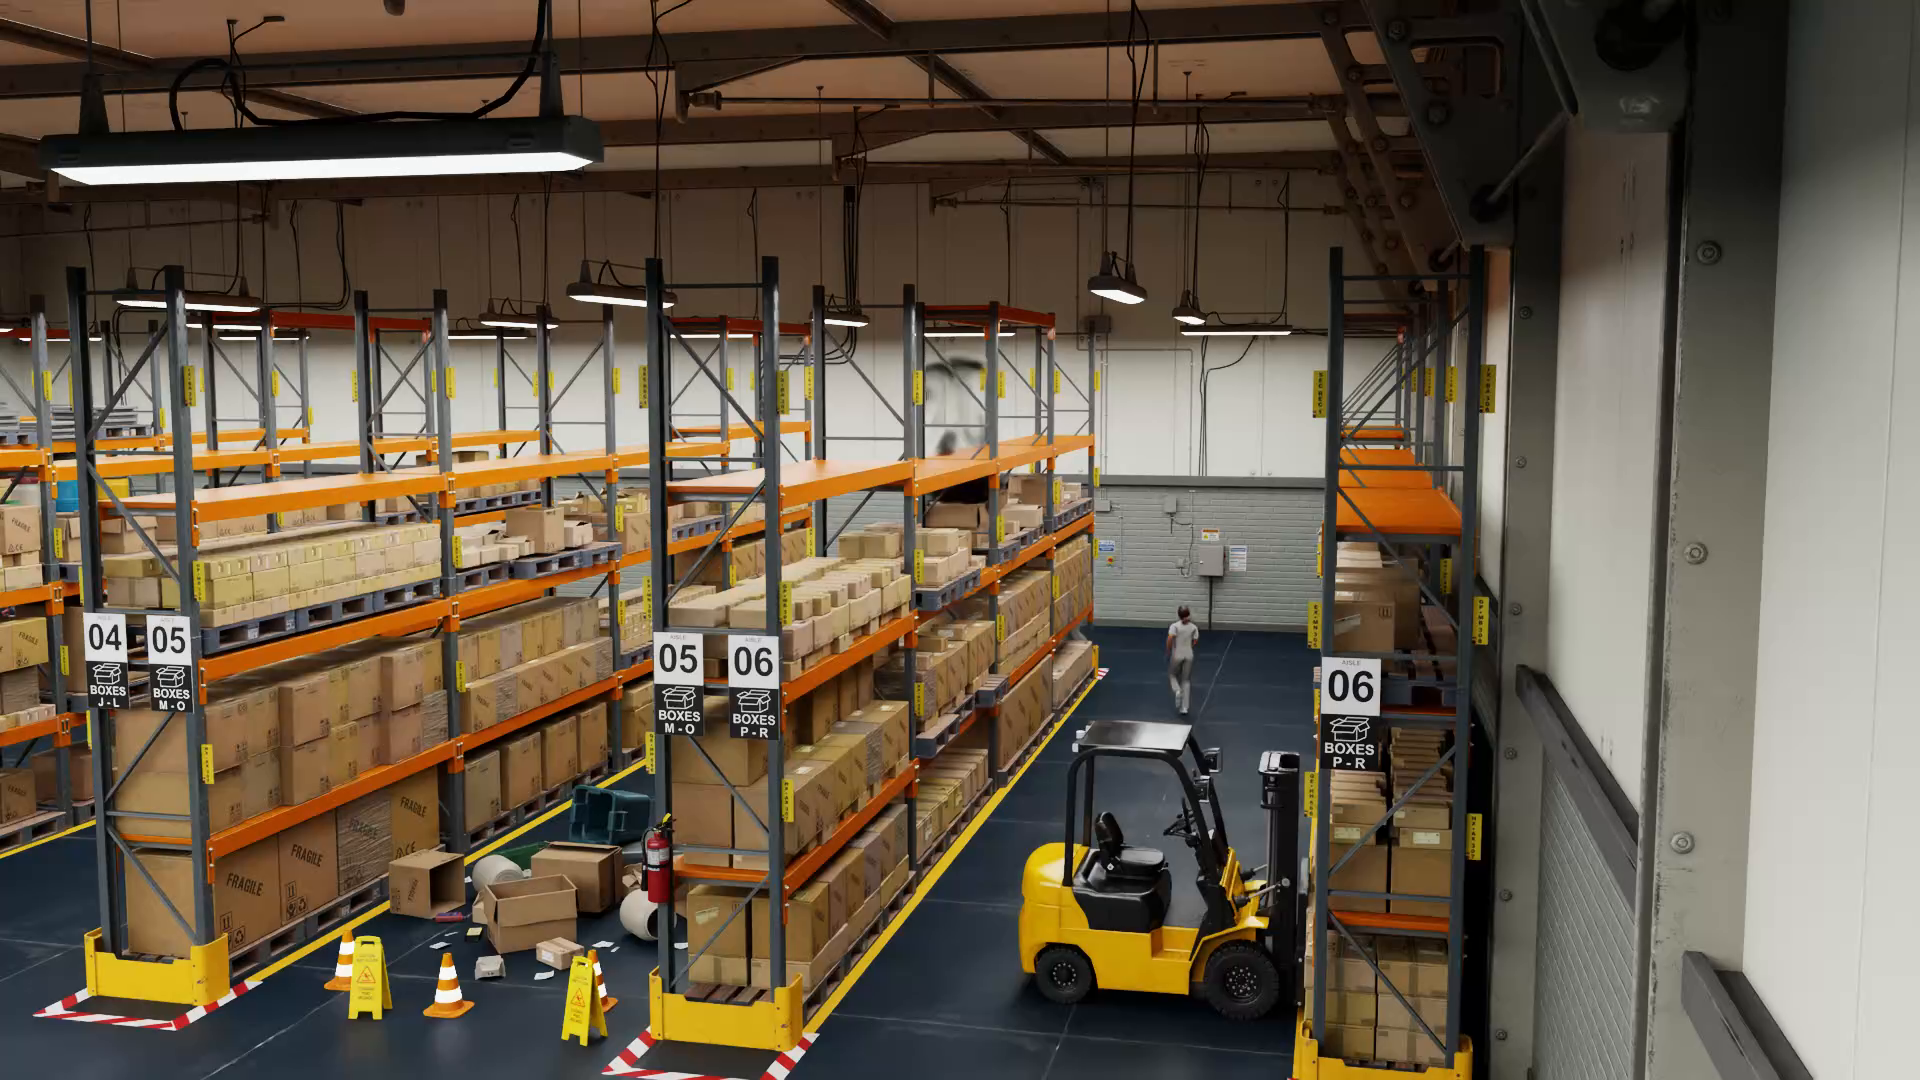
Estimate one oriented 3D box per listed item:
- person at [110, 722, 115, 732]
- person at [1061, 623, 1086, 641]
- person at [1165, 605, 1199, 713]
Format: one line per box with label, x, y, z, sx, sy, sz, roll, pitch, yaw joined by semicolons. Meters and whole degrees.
person;-11.680;2.094;22.570;0.510;1.552;0.636;2;6;15
person;1.987;1.321;29.771;0.733;1.757;0.546;0;6;4
person;3.360;1.795;25.323;0.543;1.624;0.636;-1;6;-7
